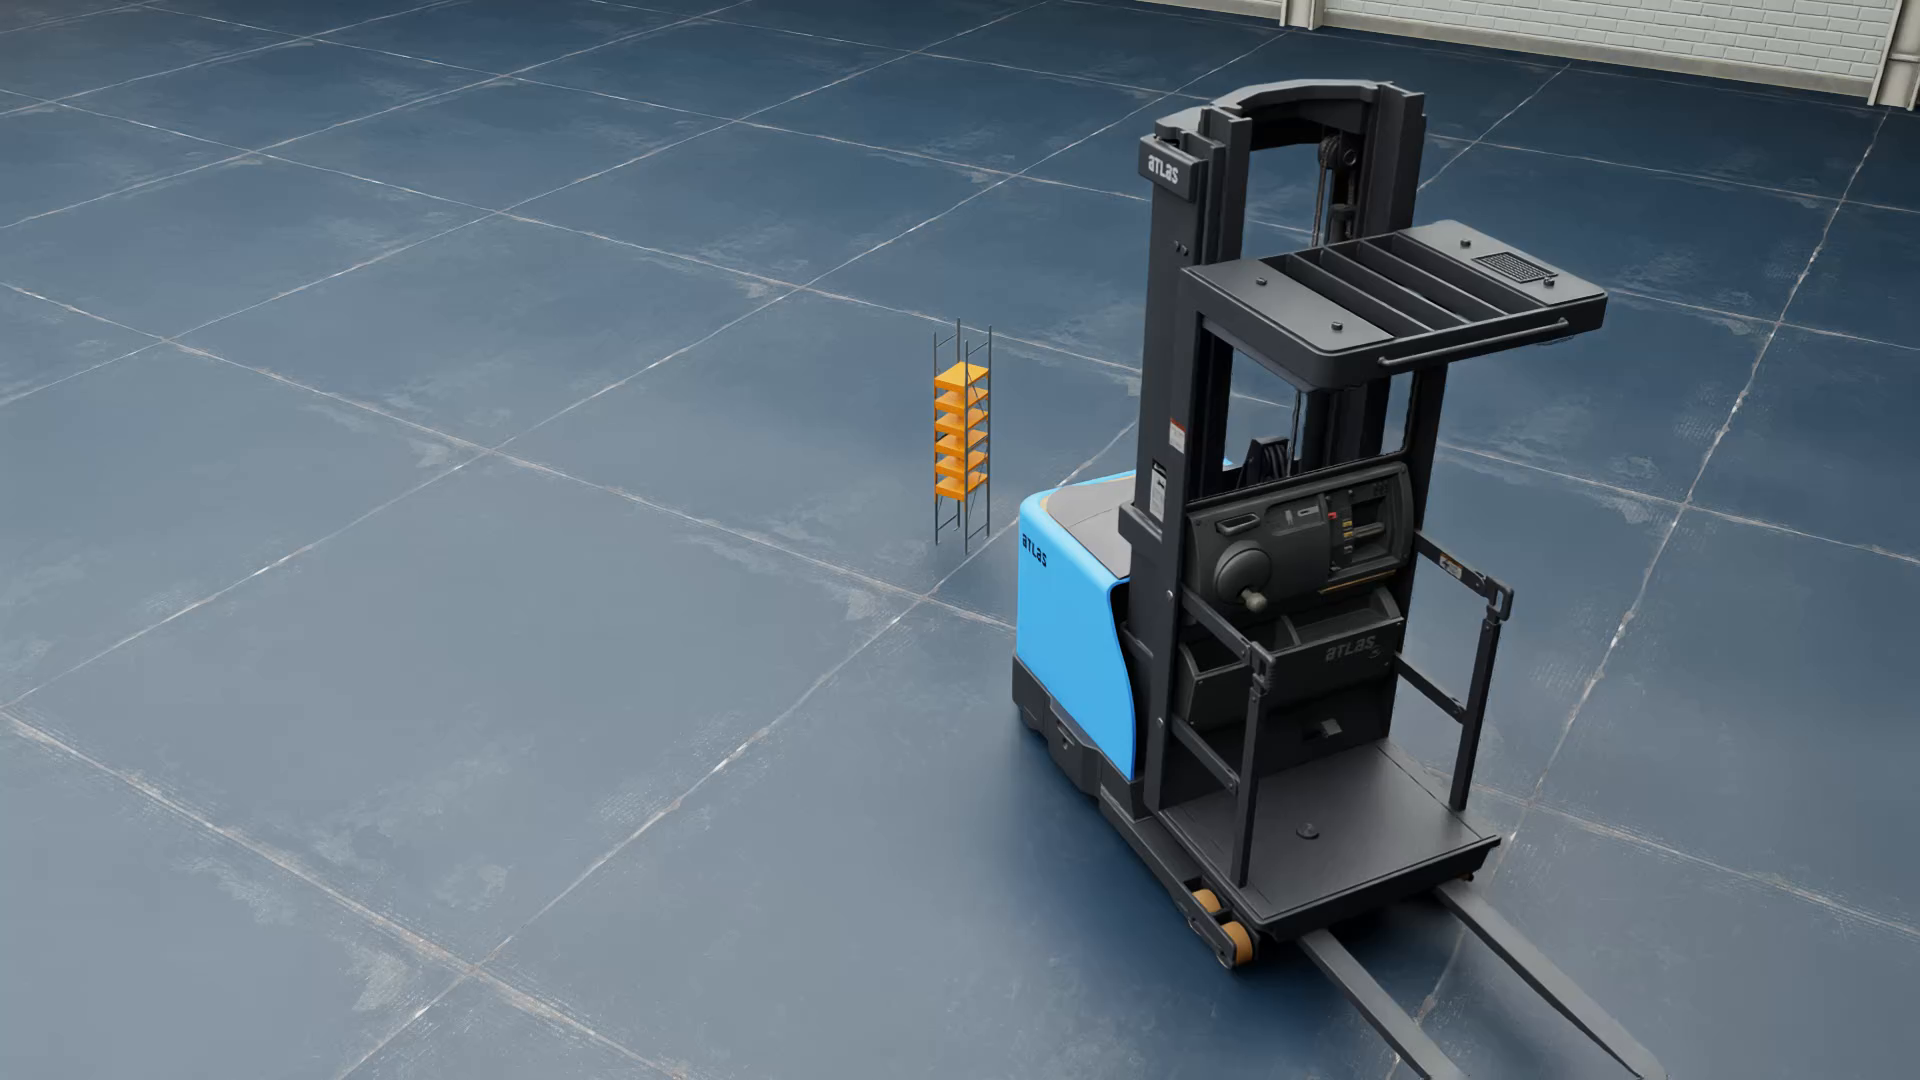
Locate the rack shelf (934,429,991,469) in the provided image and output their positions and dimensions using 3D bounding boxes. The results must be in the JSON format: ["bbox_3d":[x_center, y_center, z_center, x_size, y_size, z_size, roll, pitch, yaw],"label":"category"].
[{"bbox_3d":[0.012,-0.476,8.463,0.180,0.103,0.258,18,35,27],"label":"rack shelf"}]

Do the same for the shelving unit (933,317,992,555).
[{"bbox_3d":[0.012,-0.514,8.441,0.189,1.200,0.258,18,35,27],"label":"shelving unit"}]

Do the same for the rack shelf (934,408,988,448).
[{"bbox_3d":[0.012,-0.580,8.403,0.180,0.103,0.258,18,35,27],"label":"rack shelf"}]

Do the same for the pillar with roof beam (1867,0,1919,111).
[{"bbox_3d":[6.620,-6.218,10.479,0.400,9.000,9.100,18,35,27],"label":"pillar with roof beam"}]

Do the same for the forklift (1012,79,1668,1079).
[{"bbox_3d":[1.323,0.042,5.769,1.130,2.935,3.031,-14,33,-22],"label":"forklift"}]

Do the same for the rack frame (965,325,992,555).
[{"bbox_3d":[0.090,-0.490,8.399,0.006,1.200,0.240,18,35,27],"label":"rack frame"}]

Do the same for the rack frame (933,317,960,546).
[{"bbox_3d":[-0.065,-0.539,8.483,0.006,1.200,0.240,18,35,27],"label":"rack frame"}]

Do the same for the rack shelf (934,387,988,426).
[{"bbox_3d":[0.012,-0.683,8.342,0.180,0.103,0.258,18,35,27],"label":"rack shelf"}]

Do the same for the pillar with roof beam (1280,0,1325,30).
[{"bbox_3d":[1.538,-7.826,13.234,0.400,9.000,9.100,18,35,27],"label":"pillar with roof beam"}]

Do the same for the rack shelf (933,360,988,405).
[{"bbox_3d":[0.012,-0.787,8.282,0.180,0.103,0.258,18,35,27],"label":"rack shelf"}]

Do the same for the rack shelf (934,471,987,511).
[{"bbox_3d":[0.012,-0.269,8.584,0.180,0.103,0.258,18,35,27],"label":"rack shelf"}]

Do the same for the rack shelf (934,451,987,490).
[{"bbox_3d":[0.012,-0.372,8.524,0.180,0.103,0.258,18,35,27],"label":"rack shelf"}]
